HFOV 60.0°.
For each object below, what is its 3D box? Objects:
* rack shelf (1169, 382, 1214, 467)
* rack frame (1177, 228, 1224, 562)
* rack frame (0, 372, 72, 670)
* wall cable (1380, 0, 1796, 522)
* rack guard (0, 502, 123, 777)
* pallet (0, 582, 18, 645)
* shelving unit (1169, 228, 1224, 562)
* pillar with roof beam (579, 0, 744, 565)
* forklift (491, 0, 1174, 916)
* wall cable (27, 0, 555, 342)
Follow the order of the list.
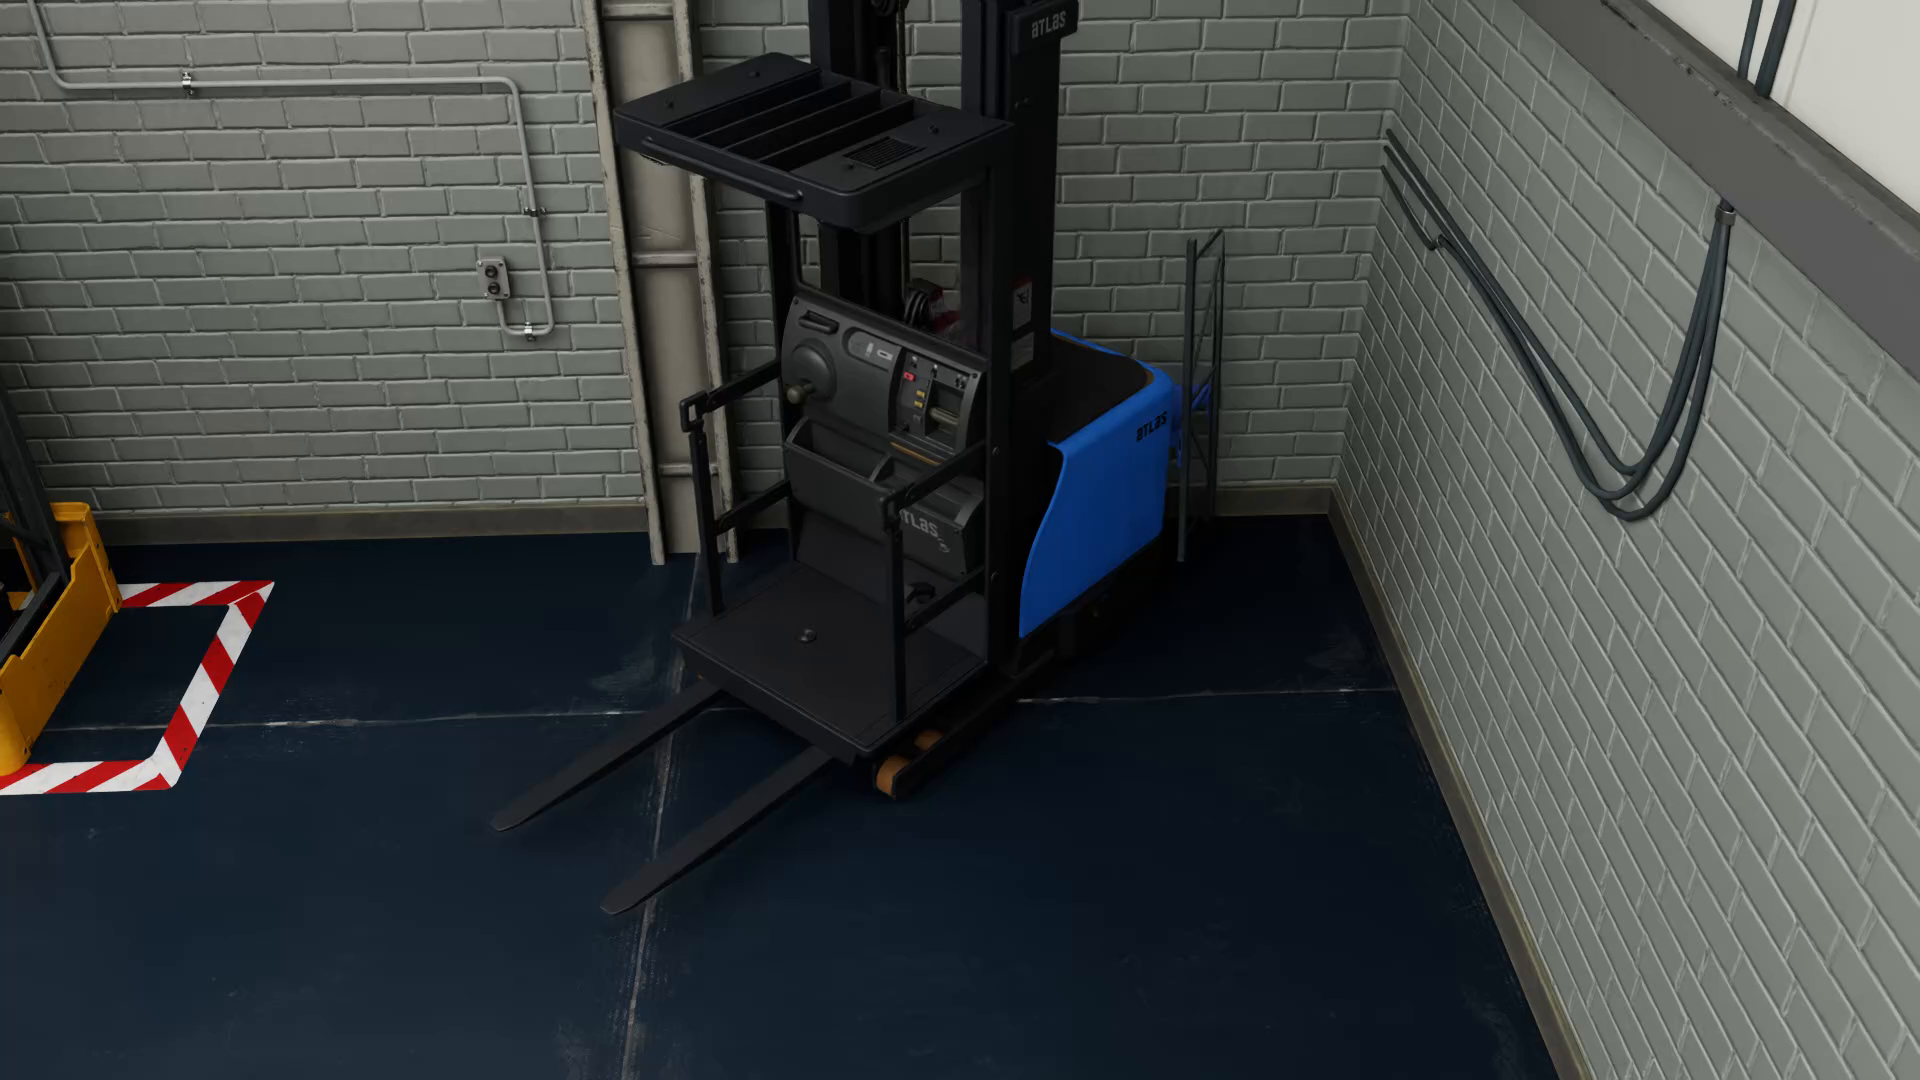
[{"bbox_3d":[0.599,-0.599,7.540,1.000,0.185,0.538,10,32,21],"label":"rack shelf"},{"bbox_3d":[1.057,-0.669,7.265,0.032,1.500,0.500,10,32,21],"label":"rack frame"},{"bbox_3d":[-3.868,-0.648,6.051,0.127,3.000,1.000,-2,35,-2],"label":"rack frame"},{"bbox_3d":[1.798,-1.788,5.154,0.112,2.526,3.097,-2,35,-2],"label":"wall cable"},{"bbox_3d":[-3.844,0.379,6.763,0.348,0.500,1.175,-2,35,-2],"label":"rack guard"},{"bbox_3d":[-4.663,0.564,6.749,1.213,0.211,1.003,-2,35,-2],"label":"pallet"},{"bbox_3d":[0.592,-0.755,7.451,1.048,1.500,0.538,10,32,21],"label":"shelving unit"},{"bbox_3d":[-1.008,-1.232,1.623,0.400,9.000,9.100,-2,35,-2],"label":"pillar with roof beam"},{"bbox_3d":[-0.435,-0.548,5.966,1.130,2.935,3.031,26,42,32],"label":"forklift"},{"bbox_3d":[-2.634,-1.638,6.589,1.851,1.984,0.084,-2,35,-2],"label":"wall cable"}]
